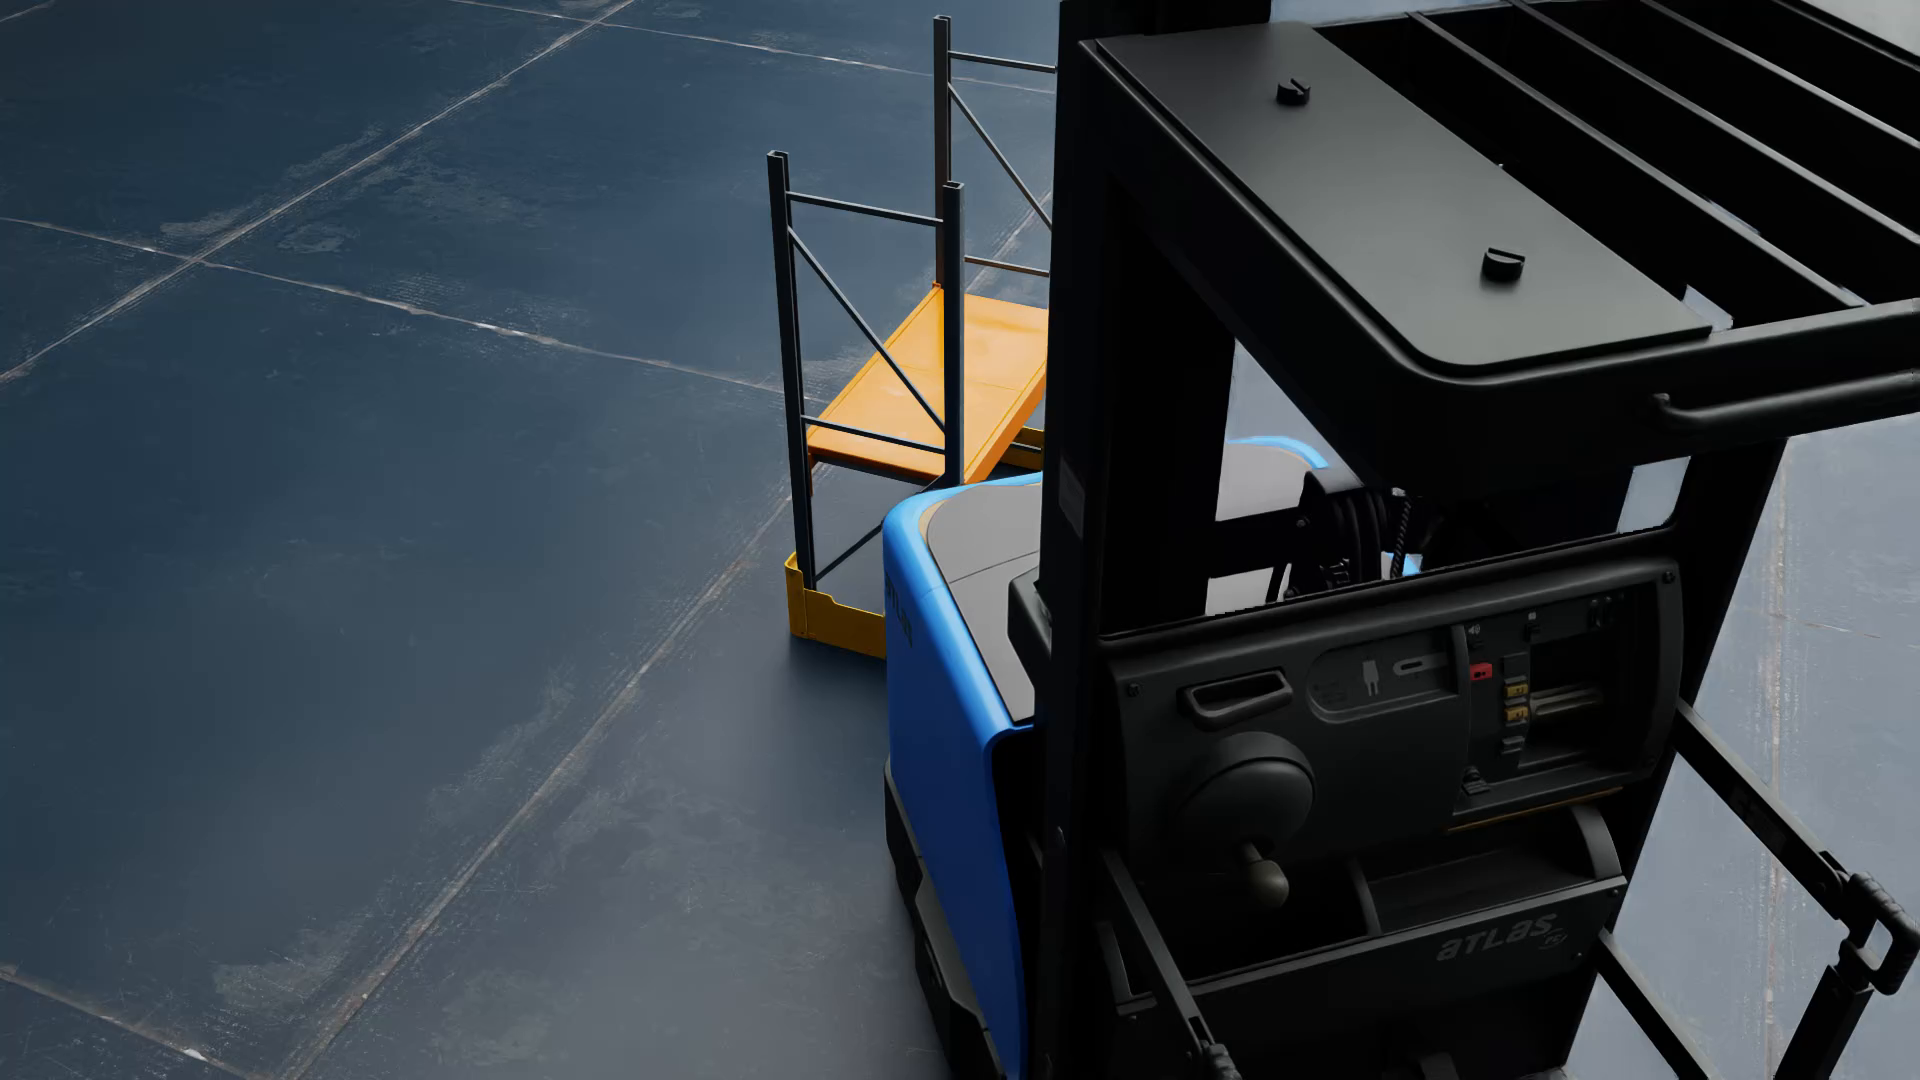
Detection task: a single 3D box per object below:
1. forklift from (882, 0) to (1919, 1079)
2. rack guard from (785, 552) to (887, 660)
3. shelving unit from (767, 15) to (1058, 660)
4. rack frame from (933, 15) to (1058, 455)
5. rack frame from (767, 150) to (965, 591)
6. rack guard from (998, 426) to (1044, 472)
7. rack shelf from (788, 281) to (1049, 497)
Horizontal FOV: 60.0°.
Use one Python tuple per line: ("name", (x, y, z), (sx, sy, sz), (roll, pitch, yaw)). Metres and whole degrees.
("forklift", (0.736, 0.354, 2.329), (1.130, 2.935, 3.031), (-10, 38, -14))
("rack guard", (-0.218, 0.218, 4.750), (0.587, 0.250, 0.087), (14, 39, 18))
("shelving unit", (-0.029, -0.559, 4.745), (0.587, 1.500, 1.083), (14, 39, 18))
("rack frame", (0.161, -0.835, 5.114), (0.500, 1.500, 0.032), (14, 39, 18))
("rack frame", (-0.226, -0.272, 4.361), (0.500, 1.500, 0.032), (14, 39, 18))
("rack guard", (0.160, -0.334, 5.488), (0.587, 0.250, 0.087), (14, 39, 18))
("rack shelf", (-0.032, -0.409, 4.845), (0.538, 0.185, 1.000), (14, 39, 18))
